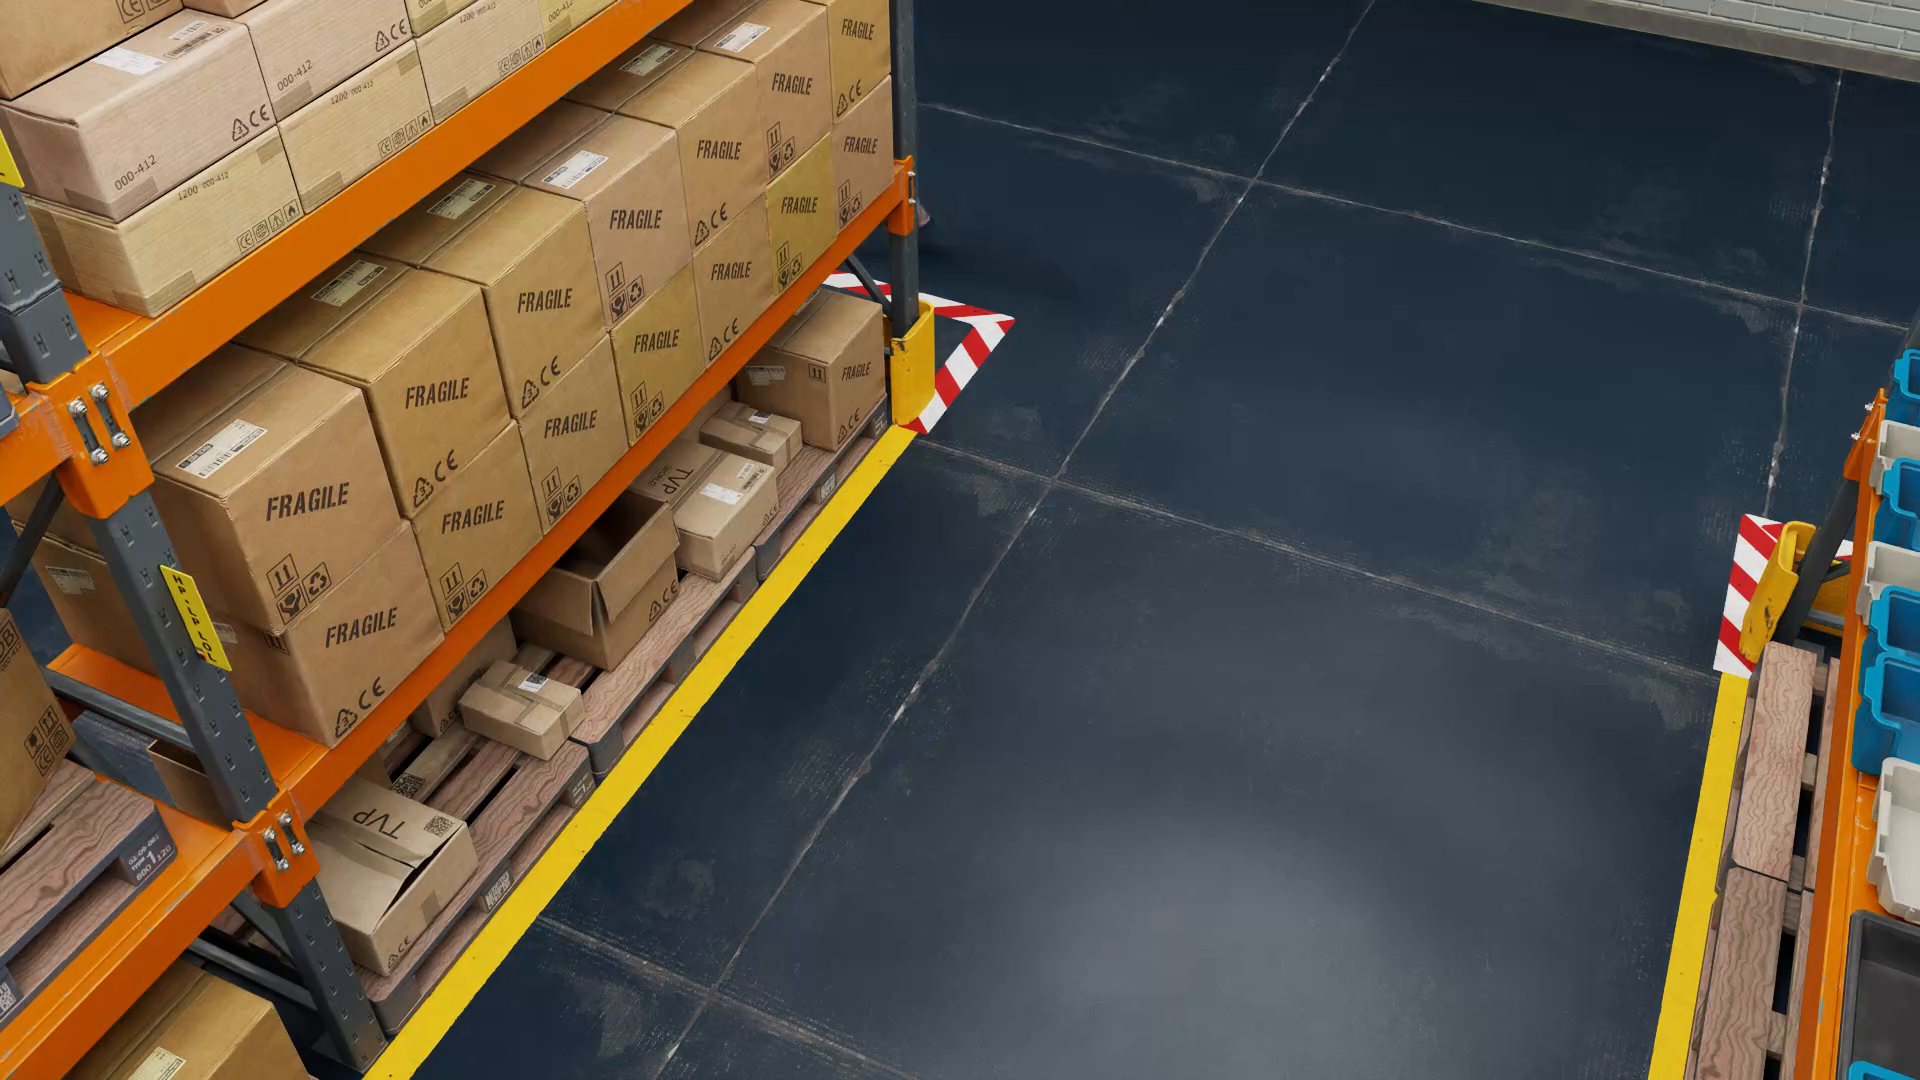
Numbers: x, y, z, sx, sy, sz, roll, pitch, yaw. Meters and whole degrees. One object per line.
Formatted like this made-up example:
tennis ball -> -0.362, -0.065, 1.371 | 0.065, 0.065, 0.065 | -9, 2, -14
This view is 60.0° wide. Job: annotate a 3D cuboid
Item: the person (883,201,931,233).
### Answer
person -> -0.664, -2.254, 8.644 | 0.987, 1.597, 0.431 | 16, 45, 17
